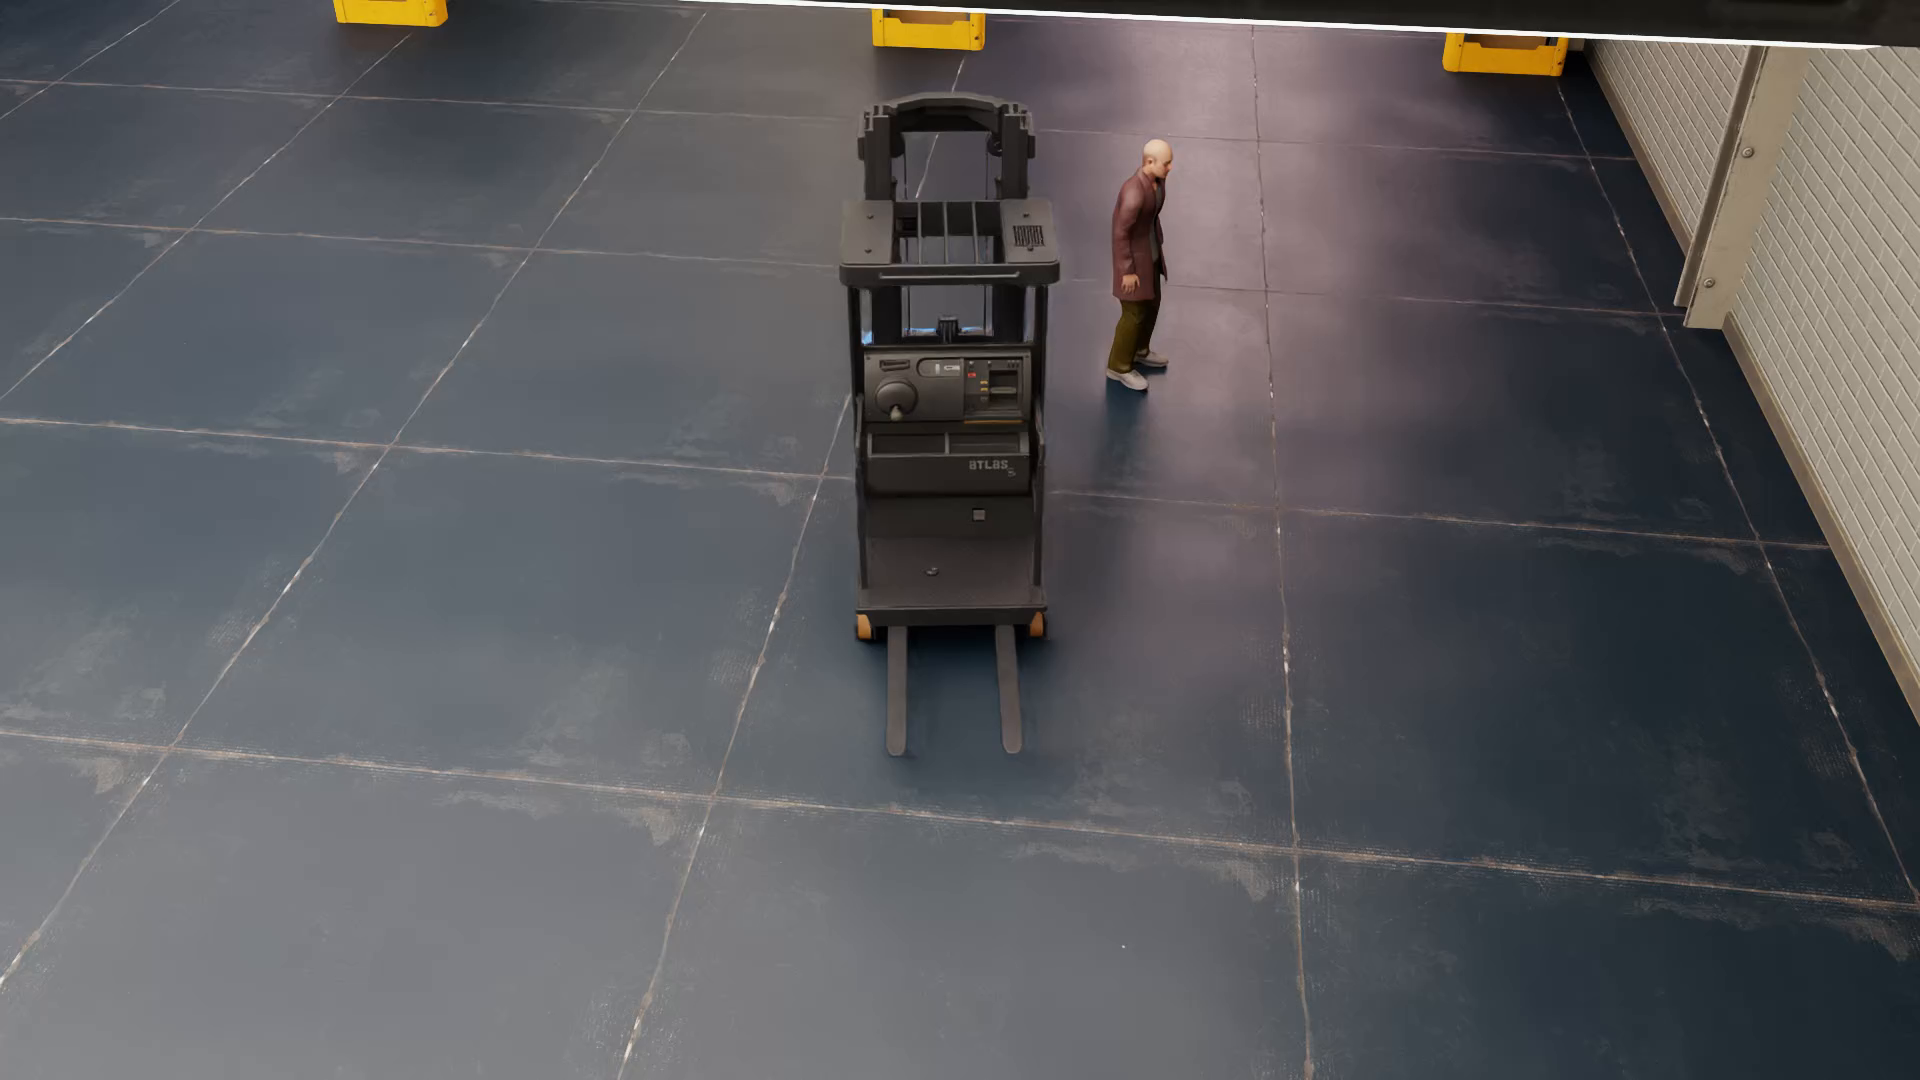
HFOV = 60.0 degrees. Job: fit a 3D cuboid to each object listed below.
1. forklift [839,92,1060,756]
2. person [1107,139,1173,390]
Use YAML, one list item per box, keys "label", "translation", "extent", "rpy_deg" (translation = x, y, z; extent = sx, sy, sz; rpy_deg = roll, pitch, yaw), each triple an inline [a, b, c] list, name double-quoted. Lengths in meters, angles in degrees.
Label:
- label: "forklift"
  translation: [-0.060, -0.789, 9.100]
  extent: [1.130, 2.935, 3.031]
  rpy_deg: [-1, 36, -1]
- label: "person"
  translation: [1.276, -1.967, 11.675]
  extent: [0.431, 1.772, 0.647]
  rpy_deg: [18, 40, 22]
